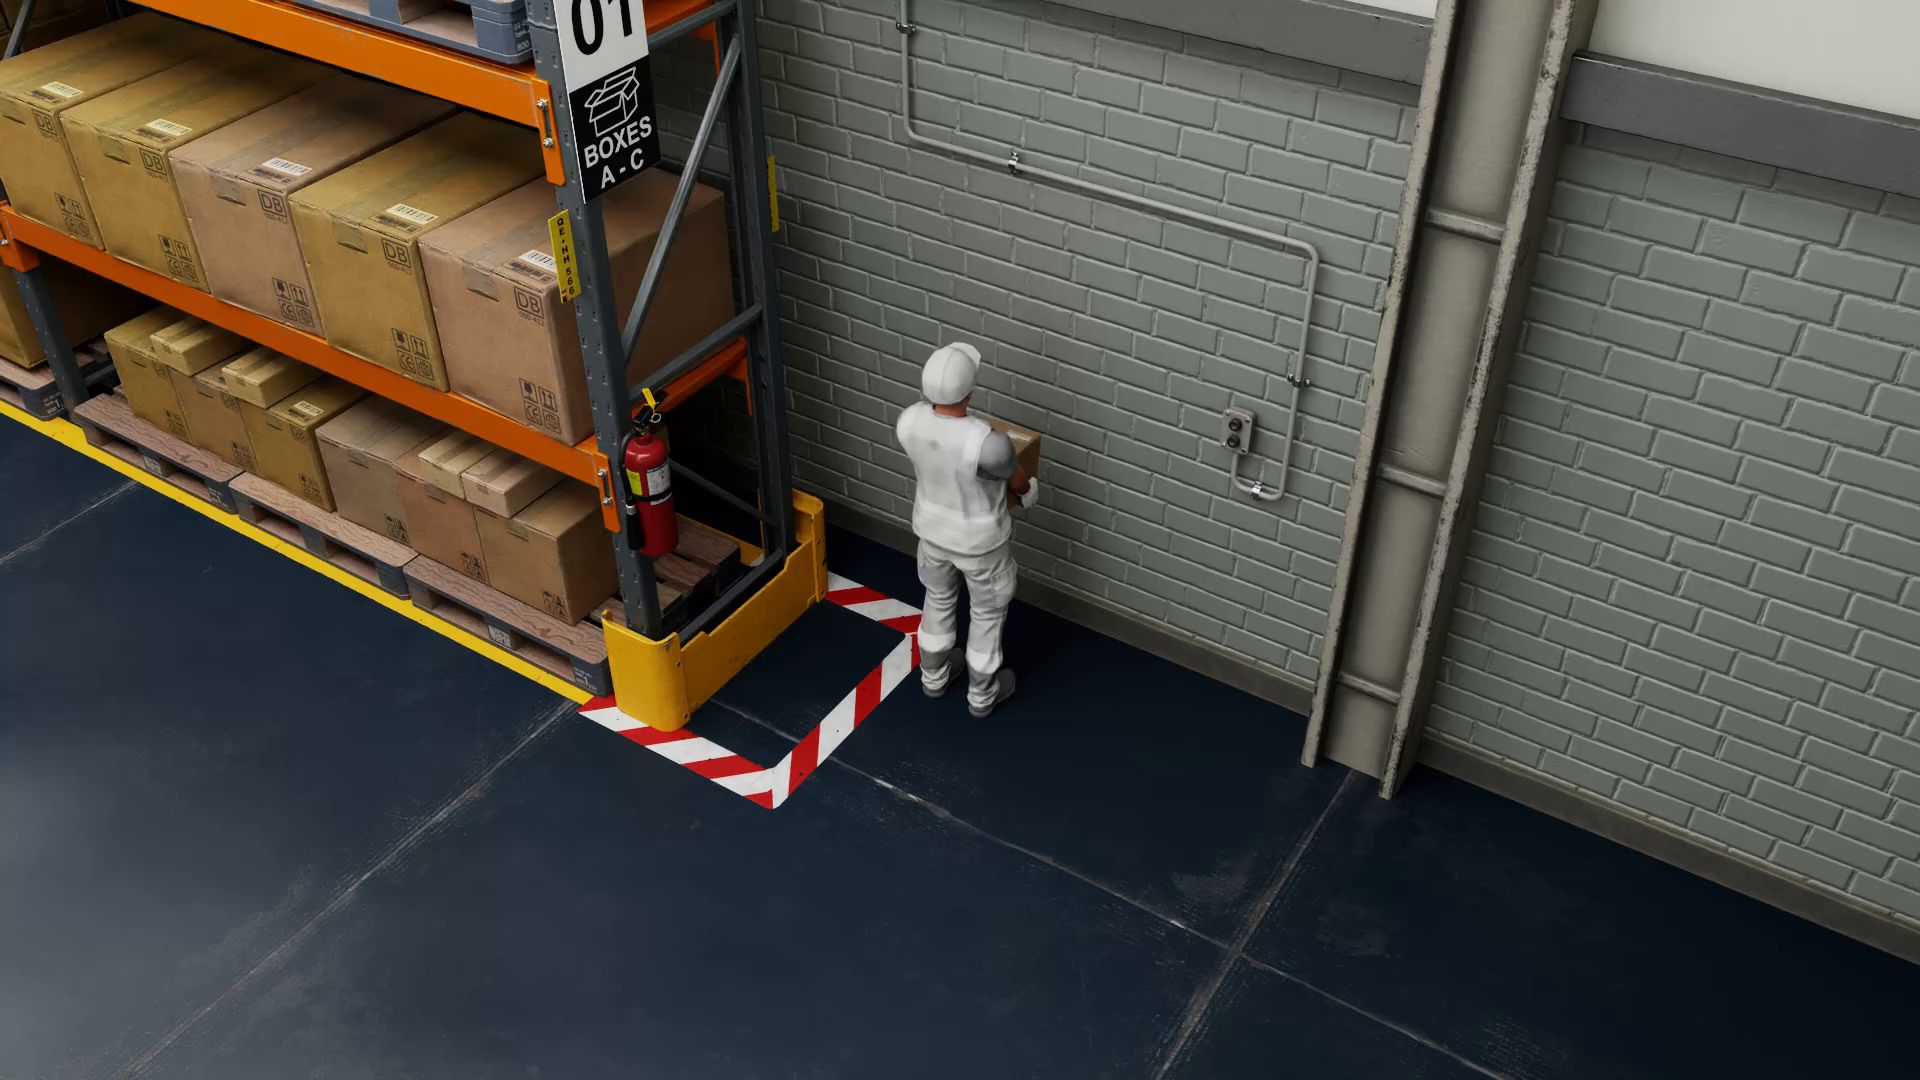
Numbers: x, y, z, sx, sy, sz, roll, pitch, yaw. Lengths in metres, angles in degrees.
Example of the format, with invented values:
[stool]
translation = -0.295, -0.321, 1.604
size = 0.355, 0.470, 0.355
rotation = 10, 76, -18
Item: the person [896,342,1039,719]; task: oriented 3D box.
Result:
[person]
translation = 0.049, -0.084, 6.774
size = 0.494, 1.782, 0.564
rotation = 20, 42, 24
